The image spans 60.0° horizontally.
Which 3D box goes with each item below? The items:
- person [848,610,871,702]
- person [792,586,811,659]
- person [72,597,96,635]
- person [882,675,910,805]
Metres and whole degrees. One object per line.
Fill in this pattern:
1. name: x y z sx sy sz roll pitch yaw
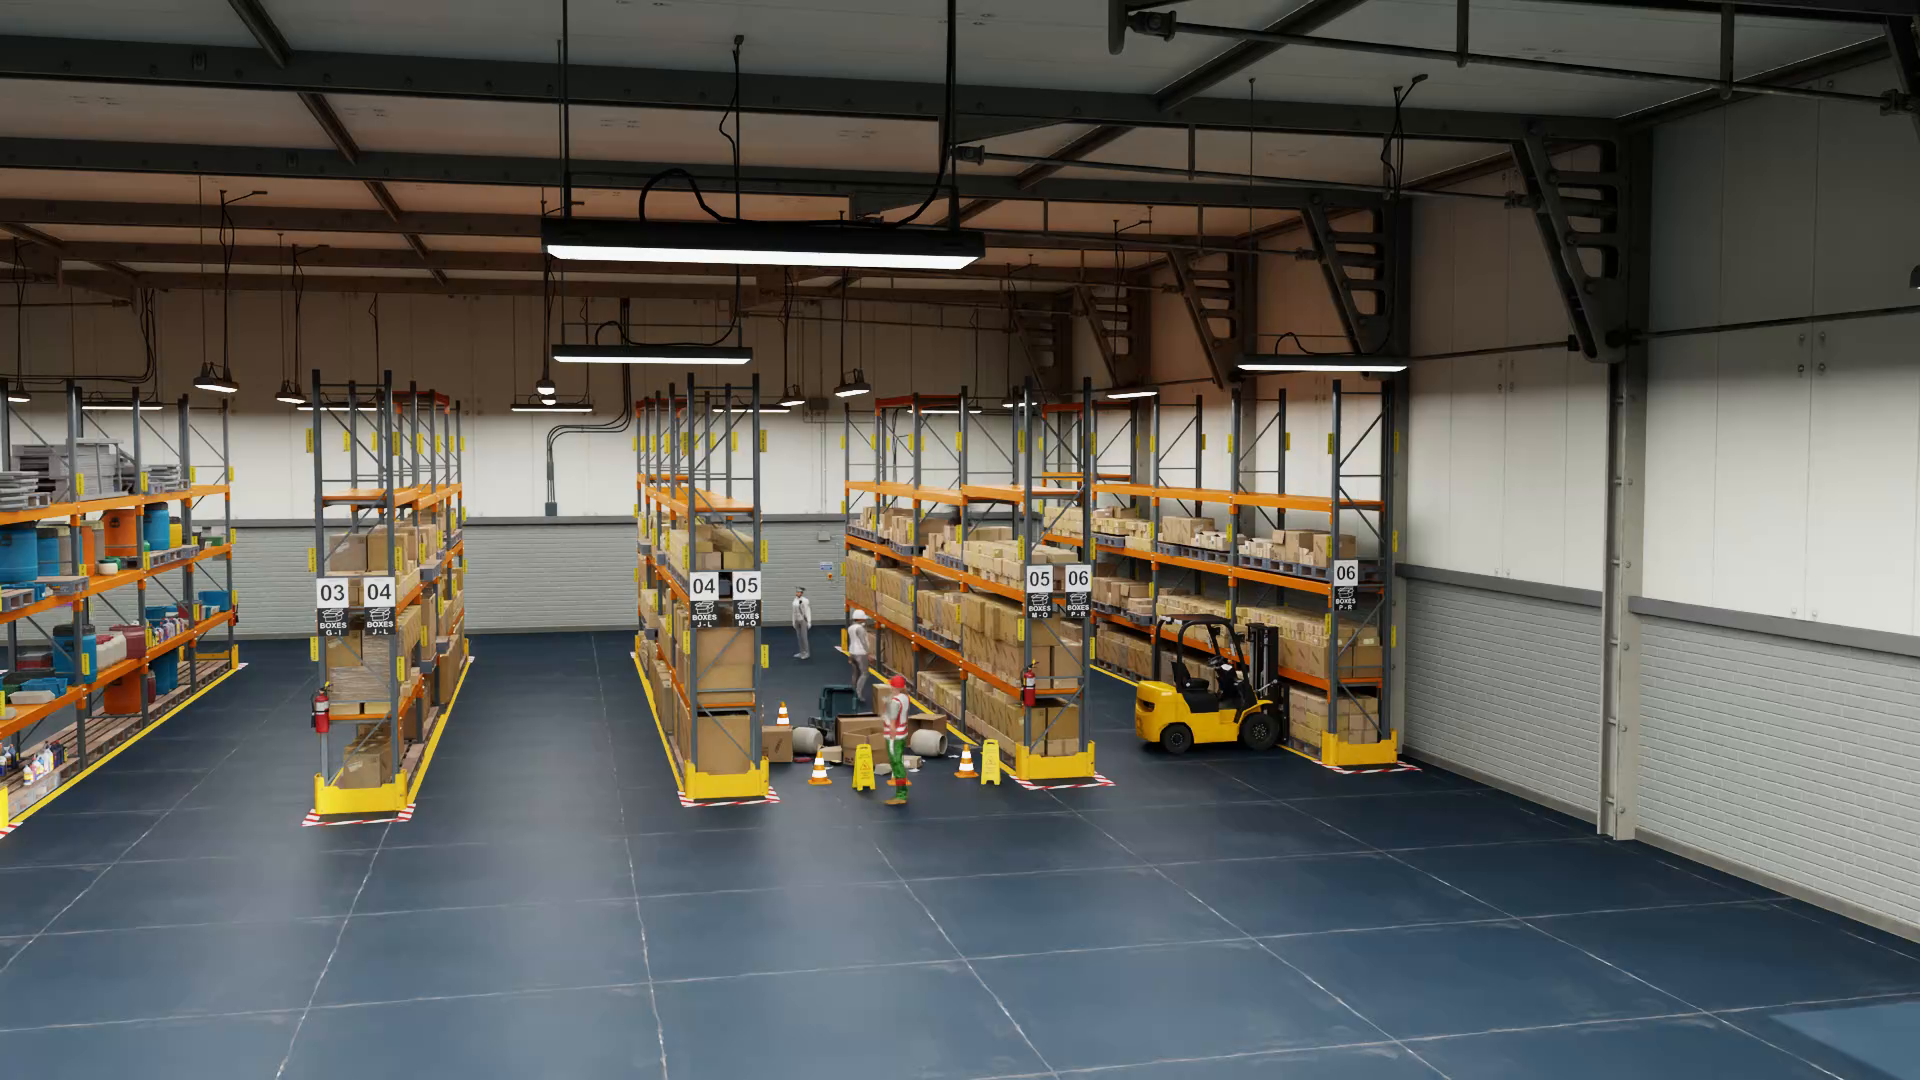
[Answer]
1. person: -1.968 2.243 32.269 0.399 1.785 0.537 -2 4 -30
2. person: -3.721 1.917 38.864 0.568 1.693 0.334 3 4 40
3. person: -20.343 1.899 38.575 0.739 1.740 0.643 0 3 6
4. person: -0.890 2.774 23.132 0.351 1.821 0.604 1 3 11
